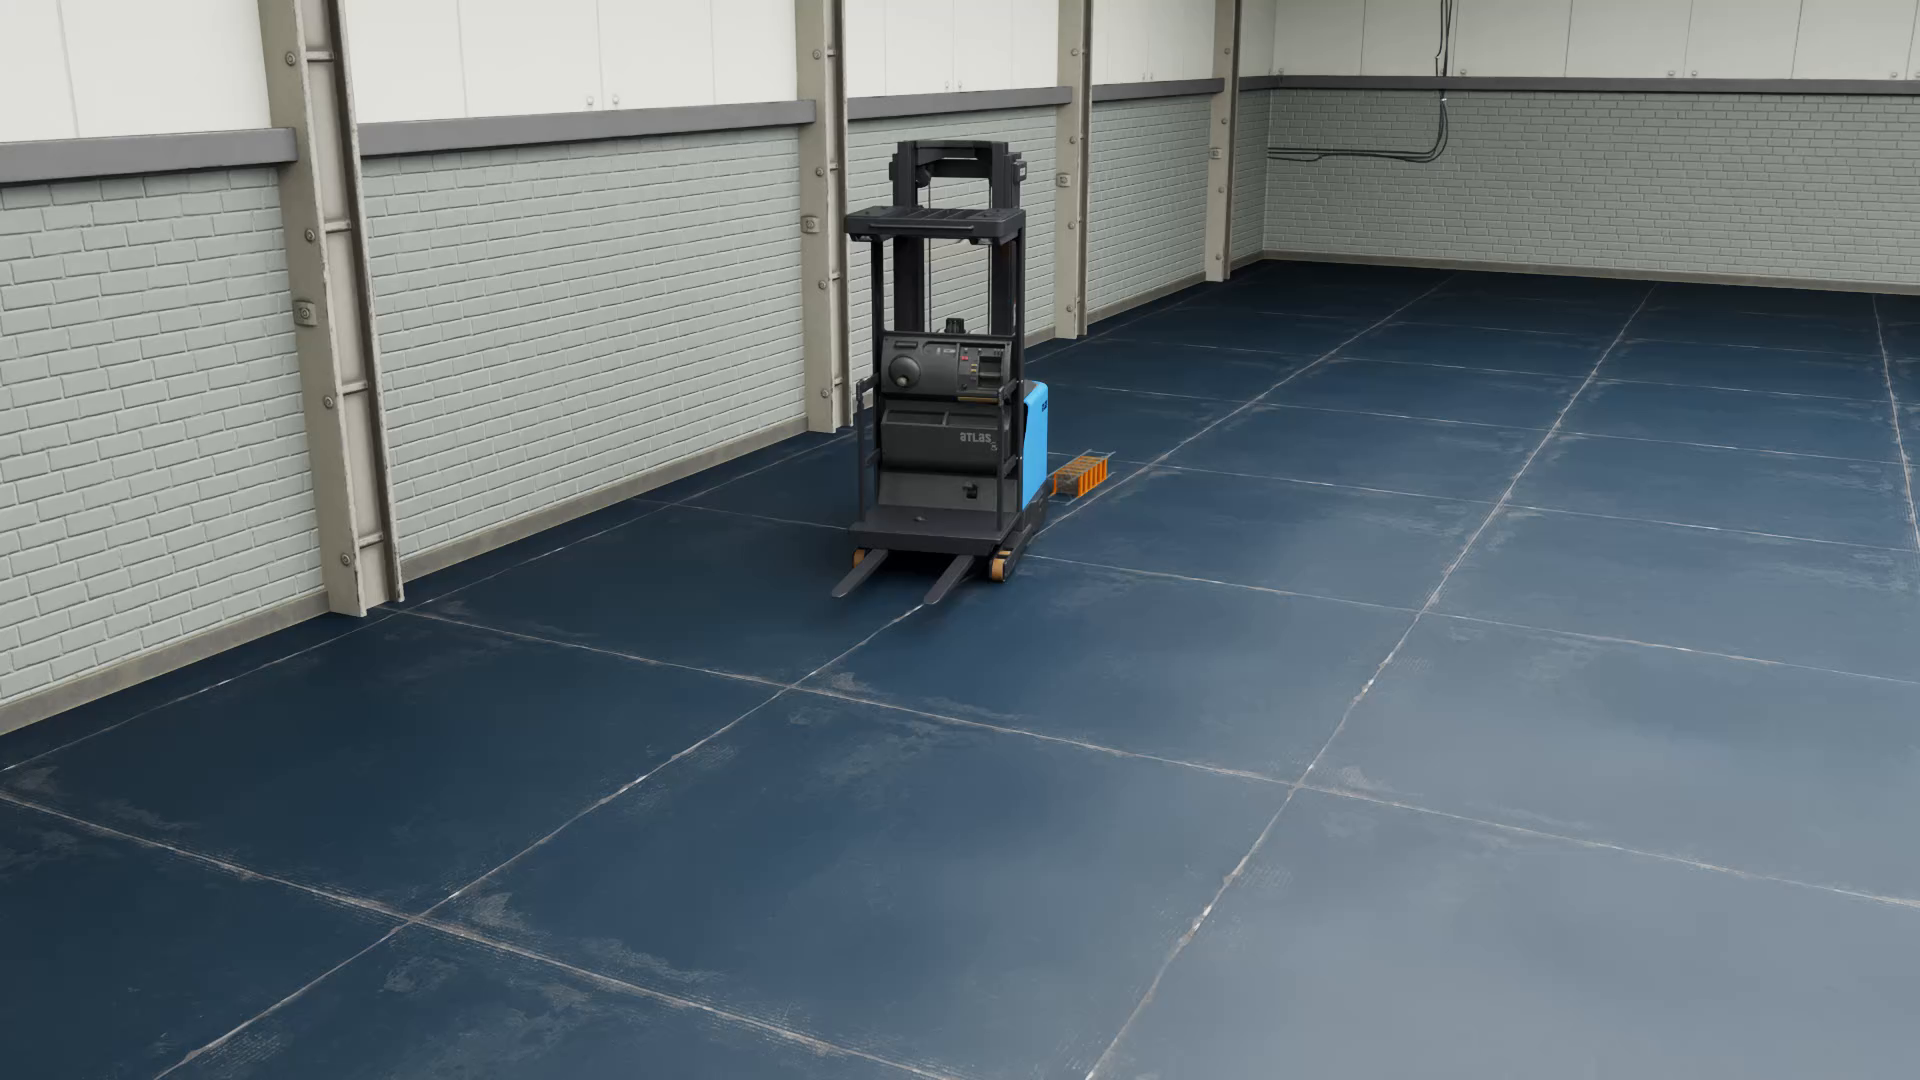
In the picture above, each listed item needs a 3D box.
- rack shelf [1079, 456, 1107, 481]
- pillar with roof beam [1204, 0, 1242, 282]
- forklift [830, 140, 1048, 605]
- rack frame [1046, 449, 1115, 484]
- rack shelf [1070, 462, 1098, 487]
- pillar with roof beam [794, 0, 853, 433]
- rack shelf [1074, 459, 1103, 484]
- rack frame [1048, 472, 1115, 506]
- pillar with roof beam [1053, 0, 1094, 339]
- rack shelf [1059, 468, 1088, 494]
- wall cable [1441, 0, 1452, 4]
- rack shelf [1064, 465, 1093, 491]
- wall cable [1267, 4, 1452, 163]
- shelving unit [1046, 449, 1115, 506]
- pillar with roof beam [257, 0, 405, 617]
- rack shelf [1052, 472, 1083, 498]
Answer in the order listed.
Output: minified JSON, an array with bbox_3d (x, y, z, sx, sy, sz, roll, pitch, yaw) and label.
[{"bbox_3d":[1.129,-0.617,14.263,0.258,0.180,0.103,7,18,23],"label":"rack shelf"},{"bbox_3d":[7.942,-7.918,23.378,9.100,9.000,0.400,8,18,25],"label":"pillar with roof beam"},{"bbox_3d":[-0.145,-1.231,11.523,1.130,2.935,3.031,4,17,13],"label":"forklift"},{"bbox_3d":[1.000,-0.623,13.961,0.240,0.006,1.200,7,18,23],"label":"rack frame"},{"bbox_3d":[1.031,-0.555,14.053,0.258,0.180,0.103,7,18,23],"label":"rack shelf"},{"bbox_3d":[2.580,-4.861,13.087,9.100,9.000,0.400,8,18,25],"label":"pillar with roof beam"},{"bbox_3d":[1.080,-0.586,14.158,0.258,0.180,0.103,7,18,23],"label":"rack shelf"},{"bbox_3d":[1.000,-0.448,14.013,0.240,0.006,1.200,7,18,23],"label":"rack frame"},{"bbox_3d":[5.261,-6.390,18.233,9.100,9.000,0.400,8,18,25],"label":"pillar with roof beam"},{"bbox_3d":[0.934,-0.493,13.843,0.258,0.180,0.103,7,18,23],"label":"rack shelf"},{"bbox_3d":[9.010,-9.636,25.747,3.097,2.526,0.112,8,18,25],"label":"wall cable"},{"bbox_3d":[0.982,-0.524,13.948,0.258,0.180,0.103,7,18,23],"label":"rack shelf"},{"bbox_3d":[6.590,-7.559,27.624,3.097,2.526,0.112,8,18,25],"label":"wall cable"},{"bbox_3d":[1.000,-0.535,13.987,0.258,0.189,1.200,7,18,23],"label":"shelving unit"},{"bbox_3d":[-0.101,-3.333,7.942,9.100,9.000,0.400,8,18,25],"label":"pillar with roof beam"},{"bbox_3d":[0.885,-0.461,13.738,0.258,0.180,0.103,7,18,23],"label":"rack shelf"}]
